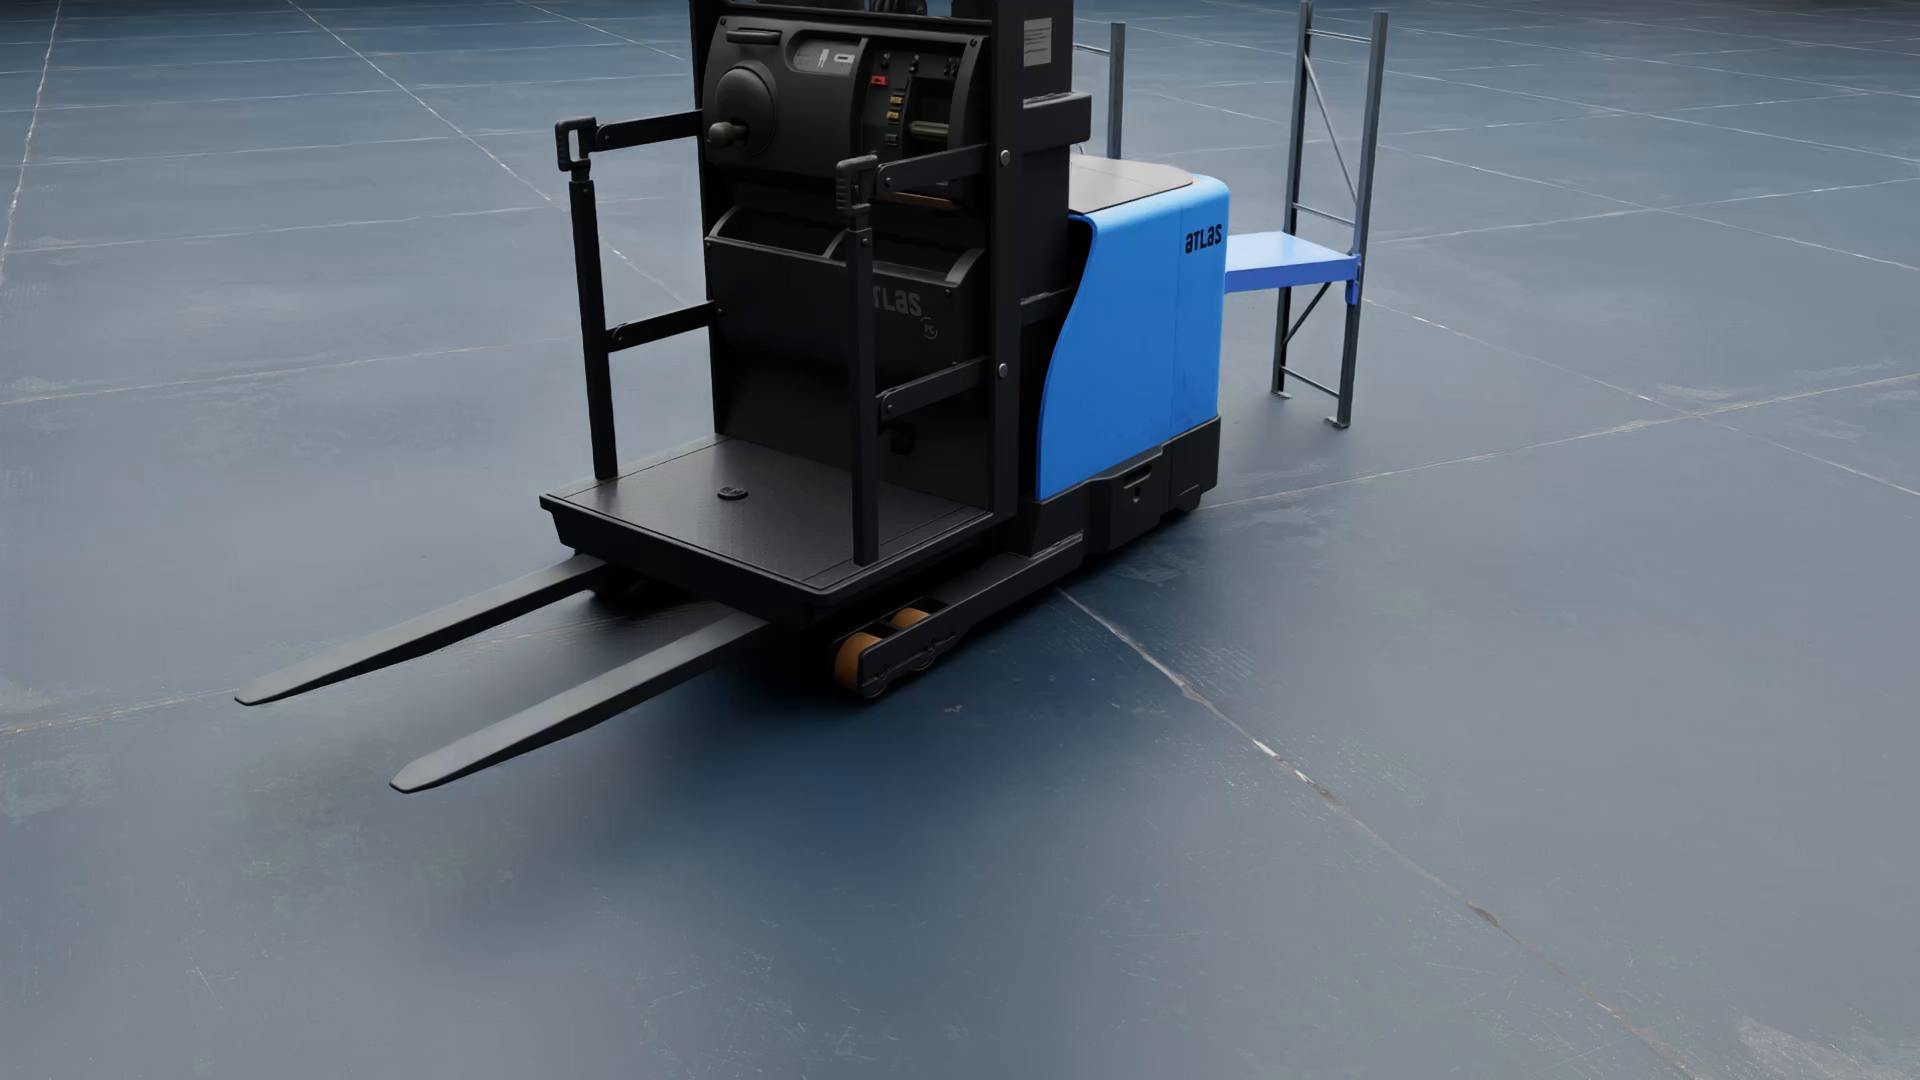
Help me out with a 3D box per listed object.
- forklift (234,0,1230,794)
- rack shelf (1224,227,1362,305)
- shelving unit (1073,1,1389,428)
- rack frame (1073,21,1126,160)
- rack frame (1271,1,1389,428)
[{"bbox_3d":[-0.457,-1.162,4.226,1.130,2.935,3.031,17,28,35],"label":"forklift"},{"bbox_3d":[0.893,-0.966,6.093,1.000,0.185,0.538,-9,24,-21],"label":"rack shelf"},{"bbox_3d":[0.893,-1.132,6.024,1.048,1.500,0.538,-9,24,-21],"label":"shelving unit"},{"bbox_3d":[0.424,-1.058,5.844,0.032,1.500,0.500,-9,24,-21],"label":"rack frame"},{"bbox_3d":[1.363,-1.207,6.204,0.032,1.500,0.500,-9,24,-21],"label":"rack frame"}]
